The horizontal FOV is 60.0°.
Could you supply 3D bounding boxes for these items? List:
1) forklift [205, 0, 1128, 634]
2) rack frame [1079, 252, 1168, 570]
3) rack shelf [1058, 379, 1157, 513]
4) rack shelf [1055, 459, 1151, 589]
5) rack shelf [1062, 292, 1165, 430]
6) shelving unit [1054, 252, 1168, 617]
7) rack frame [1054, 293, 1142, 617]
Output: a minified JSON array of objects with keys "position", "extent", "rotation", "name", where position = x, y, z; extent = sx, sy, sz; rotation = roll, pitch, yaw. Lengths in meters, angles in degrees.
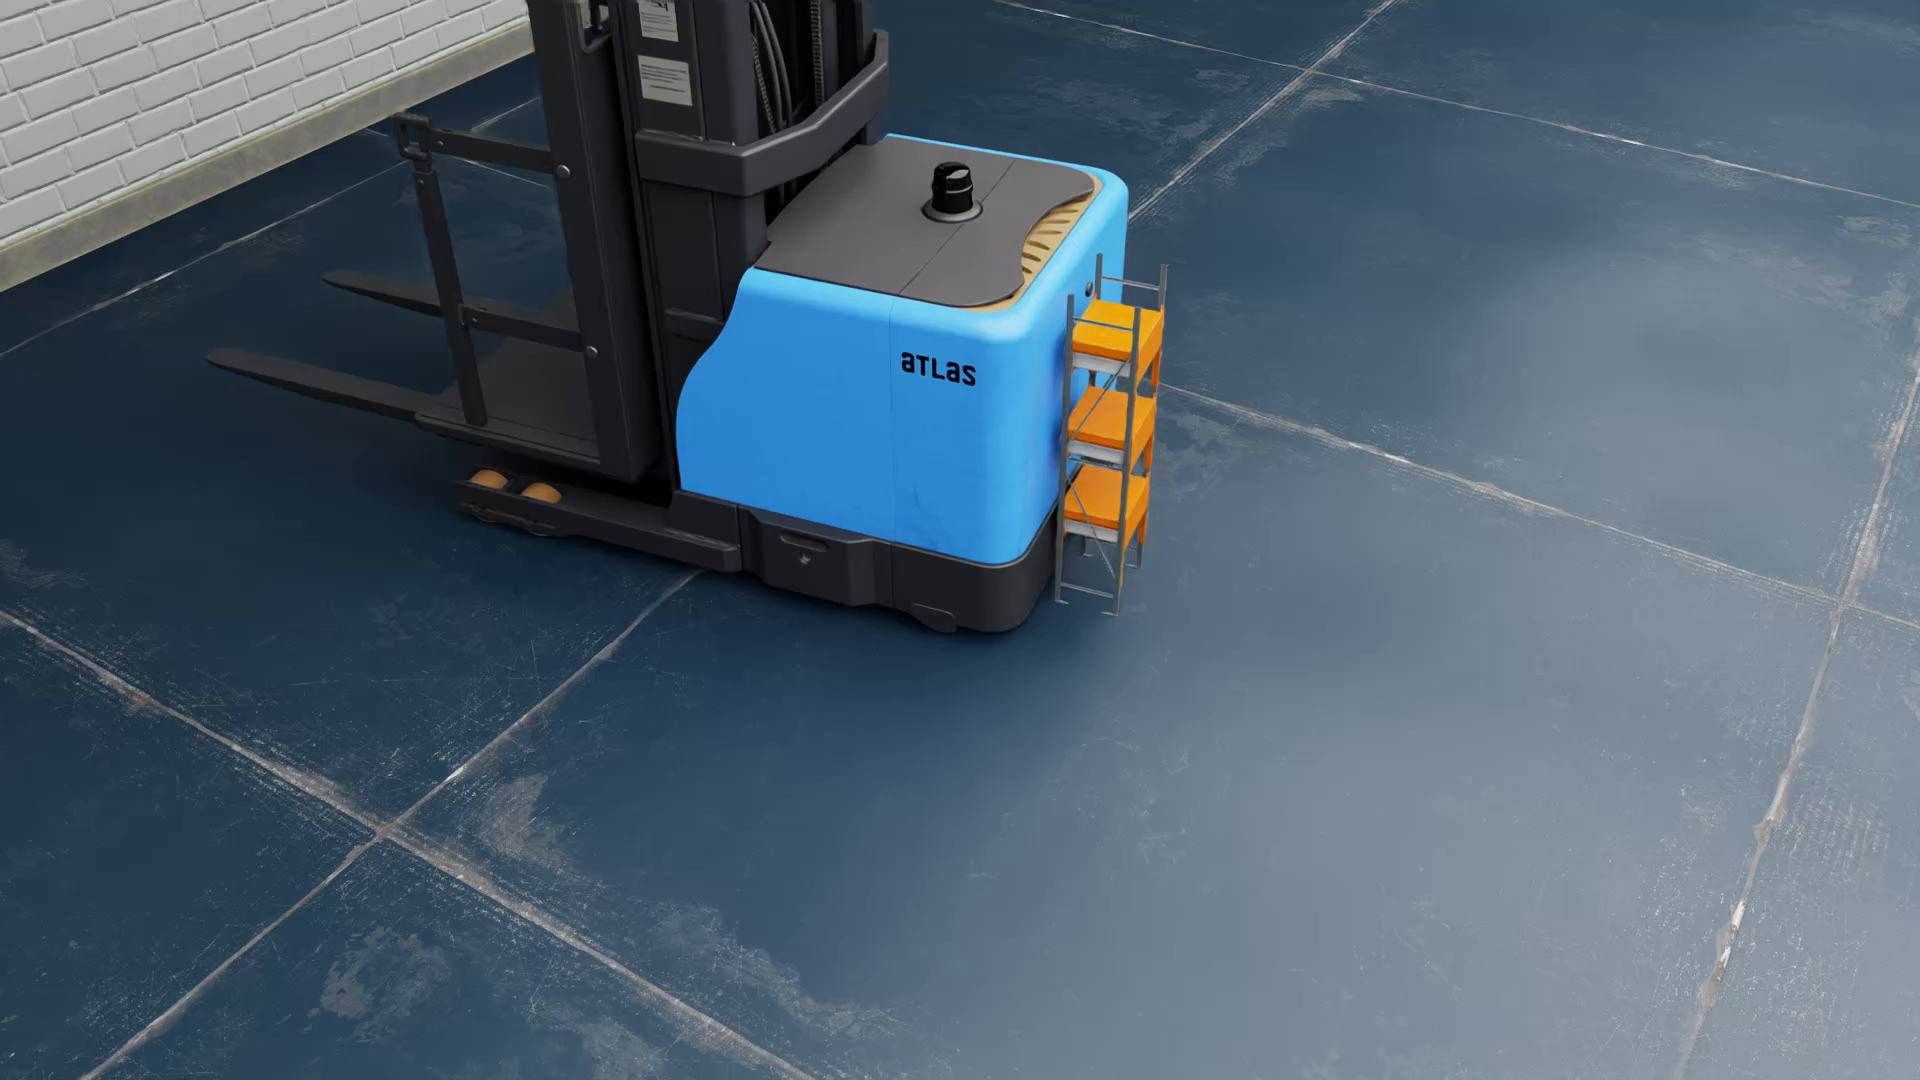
[{"position":[-1.059,-1.457,4.739],"extent":[3.031,2.935,1.130],"rotation":[14,40,17],"name":"forklift"},{"position":[0.467,-0.348,4.841],"extent":[0.200,1.050,0.008],"rotation":[14,40,17],"name":"rack frame"},{"position":[0.422,-0.270,4.758],"extent":[0.215,0.259,0.240],"rotation":[14,40,17],"name":"rack shelf"},{"position":[0.422,-0.050,4.928],"extent":[0.215,0.259,0.240],"rotation":[14,40,17],"name":"rack shelf"},{"position":[0.422,-0.495,4.584],"extent":[0.215,0.259,0.240],"rotation":[14,40,17],"name":"rack shelf"},{"position":[0.422,-0.279,4.751],"extent":[0.215,1.050,0.252],"rotation":[14,40,17],"name":"shelving unit"},{"position":[0.377,-0.209,4.662],"extent":[0.200,1.050,0.008],"rotation":[14,40,17],"name":"rack frame"}]
